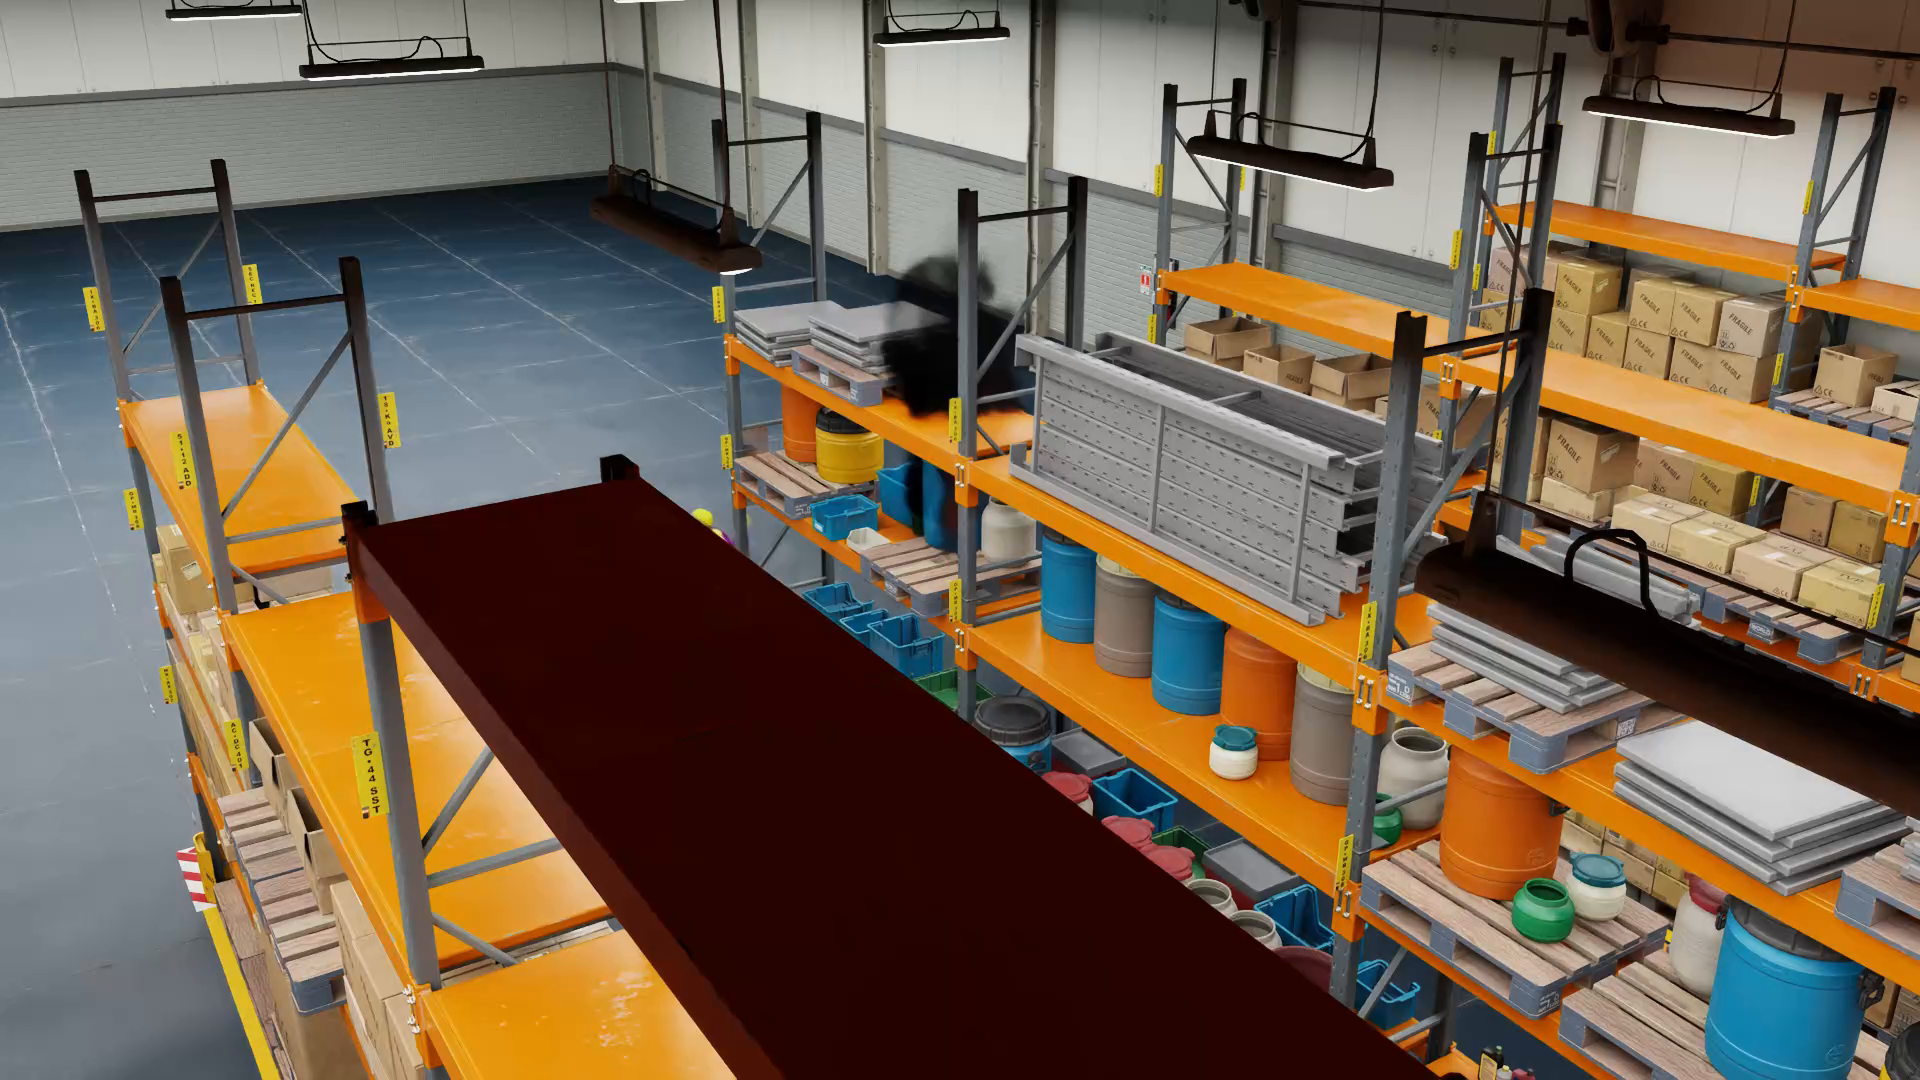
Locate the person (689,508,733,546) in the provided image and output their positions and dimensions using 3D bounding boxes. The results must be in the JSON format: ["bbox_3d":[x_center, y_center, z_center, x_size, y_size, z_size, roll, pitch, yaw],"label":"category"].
[{"bbox_3d":[-2.638,0.517,17.721,0.886,1.778,0.707,4,22,9],"label":"person"}]
